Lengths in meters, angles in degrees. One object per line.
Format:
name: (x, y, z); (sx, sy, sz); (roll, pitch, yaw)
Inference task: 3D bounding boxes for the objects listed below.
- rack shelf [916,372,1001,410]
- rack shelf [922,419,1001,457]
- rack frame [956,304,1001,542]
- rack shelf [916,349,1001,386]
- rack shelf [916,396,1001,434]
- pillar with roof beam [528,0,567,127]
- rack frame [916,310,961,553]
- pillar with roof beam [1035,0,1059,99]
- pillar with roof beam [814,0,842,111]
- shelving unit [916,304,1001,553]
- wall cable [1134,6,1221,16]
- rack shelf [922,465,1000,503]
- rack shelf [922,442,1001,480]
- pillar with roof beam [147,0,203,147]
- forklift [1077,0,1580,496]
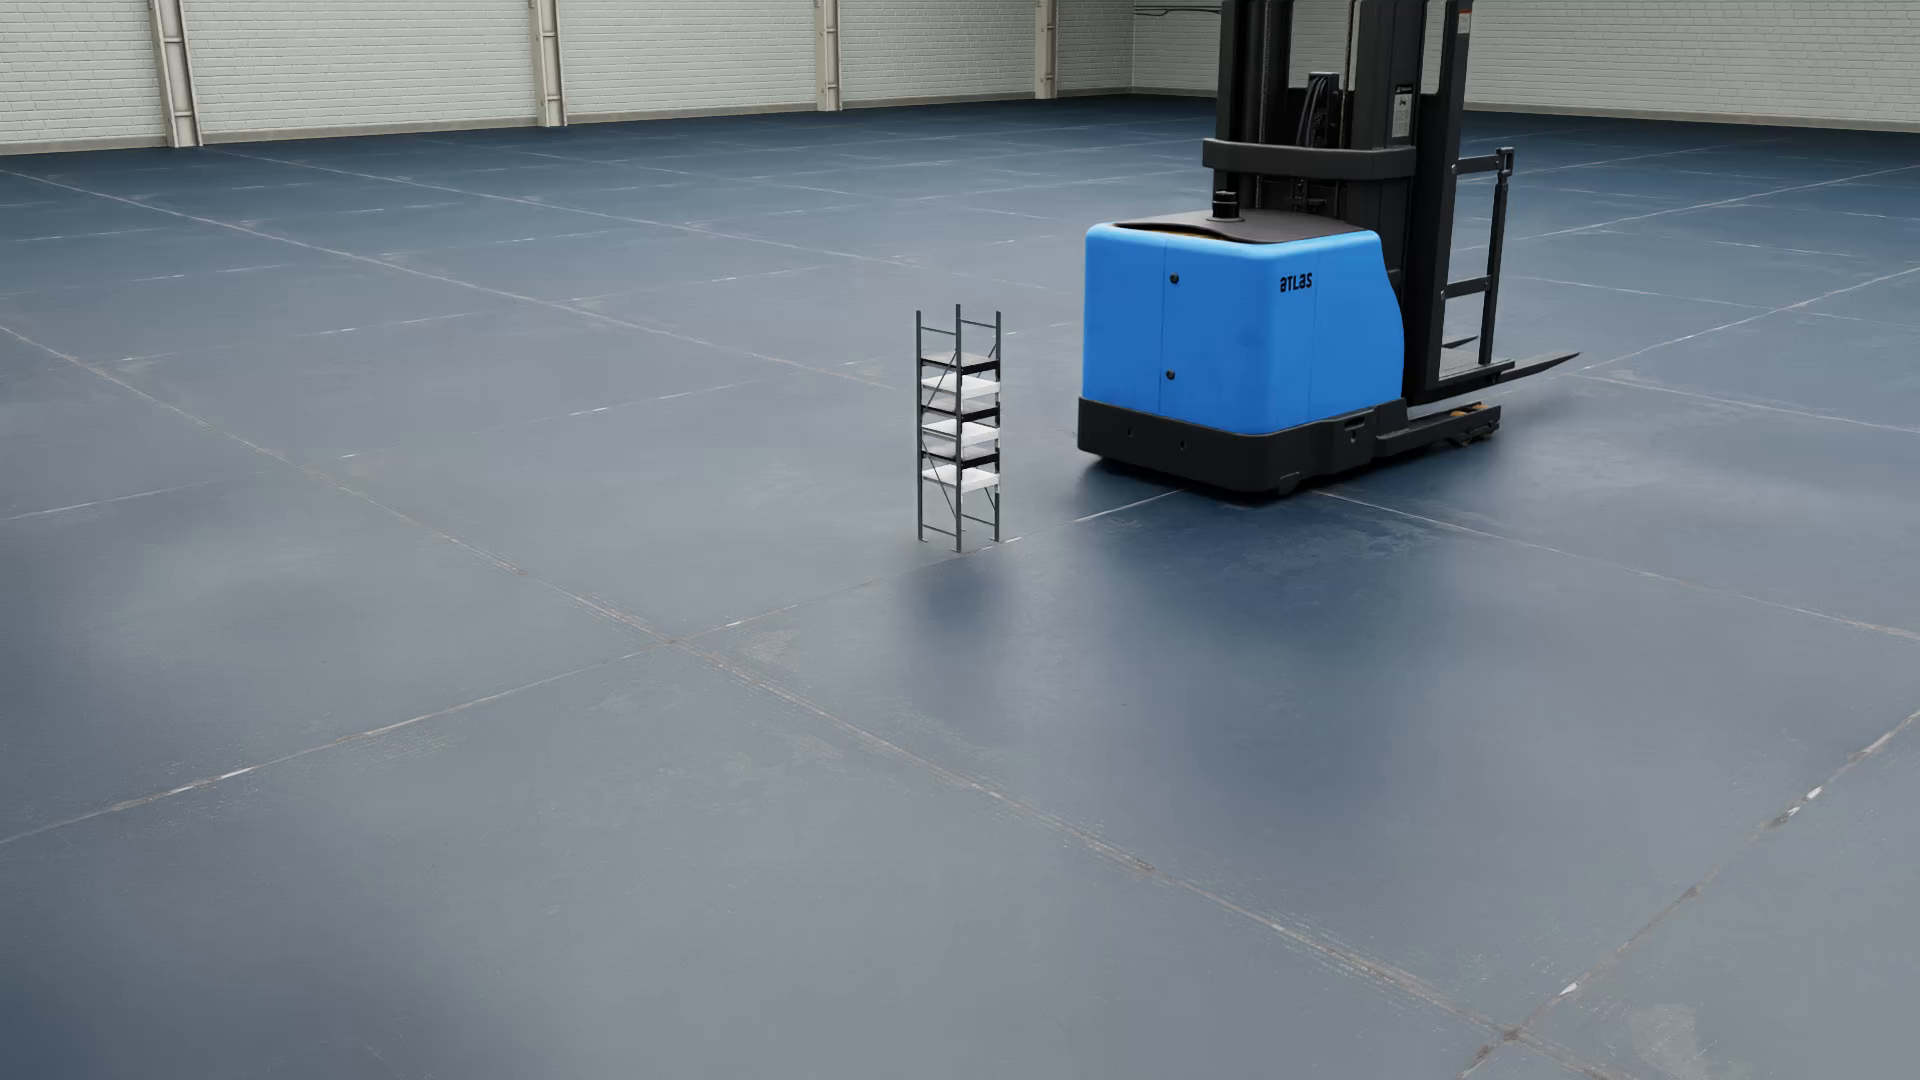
rack shelf: (-0.006, -0.566, 6.295); (0.200, 0.077, 0.258); (-16, 24, -41)
rack shelf: (-0.006, -0.395, 6.351); (0.200, 0.077, 0.258); (-16, 24, -41)
rack frame: (0.068, -0.448, 6.407); (0.006, 0.900, 0.240); (-16, 24, -41)
rack shelf: (-0.006, -0.651, 6.268); (0.200, 0.077, 0.258); (-16, 24, -41)
rack shelf: (-0.006, -0.480, 6.323); (0.200, 0.077, 0.258); (-16, 24, -41)
pillar with roof beam: (-3.912, -10.300, 23.661); (0.400, 9.000, 9.100); (-16, 24, -41)
rack frame: (-0.080, -0.405, 6.274); (0.006, 0.900, 0.240); (-16, 24, -41)
pillar with roof beam: (4.807, -12.842, 31.503); (0.400, 9.000, 9.100); (-16, 24, -41)
pillar with roof beam: (0.447, -11.571, 27.582); (0.400, 9.000, 9.100); (-16, 24, -41)
shelving unit: (-0.006, -0.426, 6.341); (0.210, 0.900, 0.258); (-16, 24, -41)
wall cable: (4.898, -12.658, 35.969); (0.112, 2.526, 3.097); (-16, 24, -41)
rack shelf: (-0.006, -0.223, 6.406); (0.200, 0.077, 0.258); (-16, 24, -41)
rack shelf: (-0.006, -0.309, 6.379); (0.200, 0.077, 0.258); (-16, 24, -41)
pillar with roof beam: (-8.272, -9.028, 19.739); (0.400, 9.000, 9.100); (-16, 24, -41)
forklift: (1.960, -1.943, 7.726); (3.031, 2.935, 1.130); (-16, 24, -40)
